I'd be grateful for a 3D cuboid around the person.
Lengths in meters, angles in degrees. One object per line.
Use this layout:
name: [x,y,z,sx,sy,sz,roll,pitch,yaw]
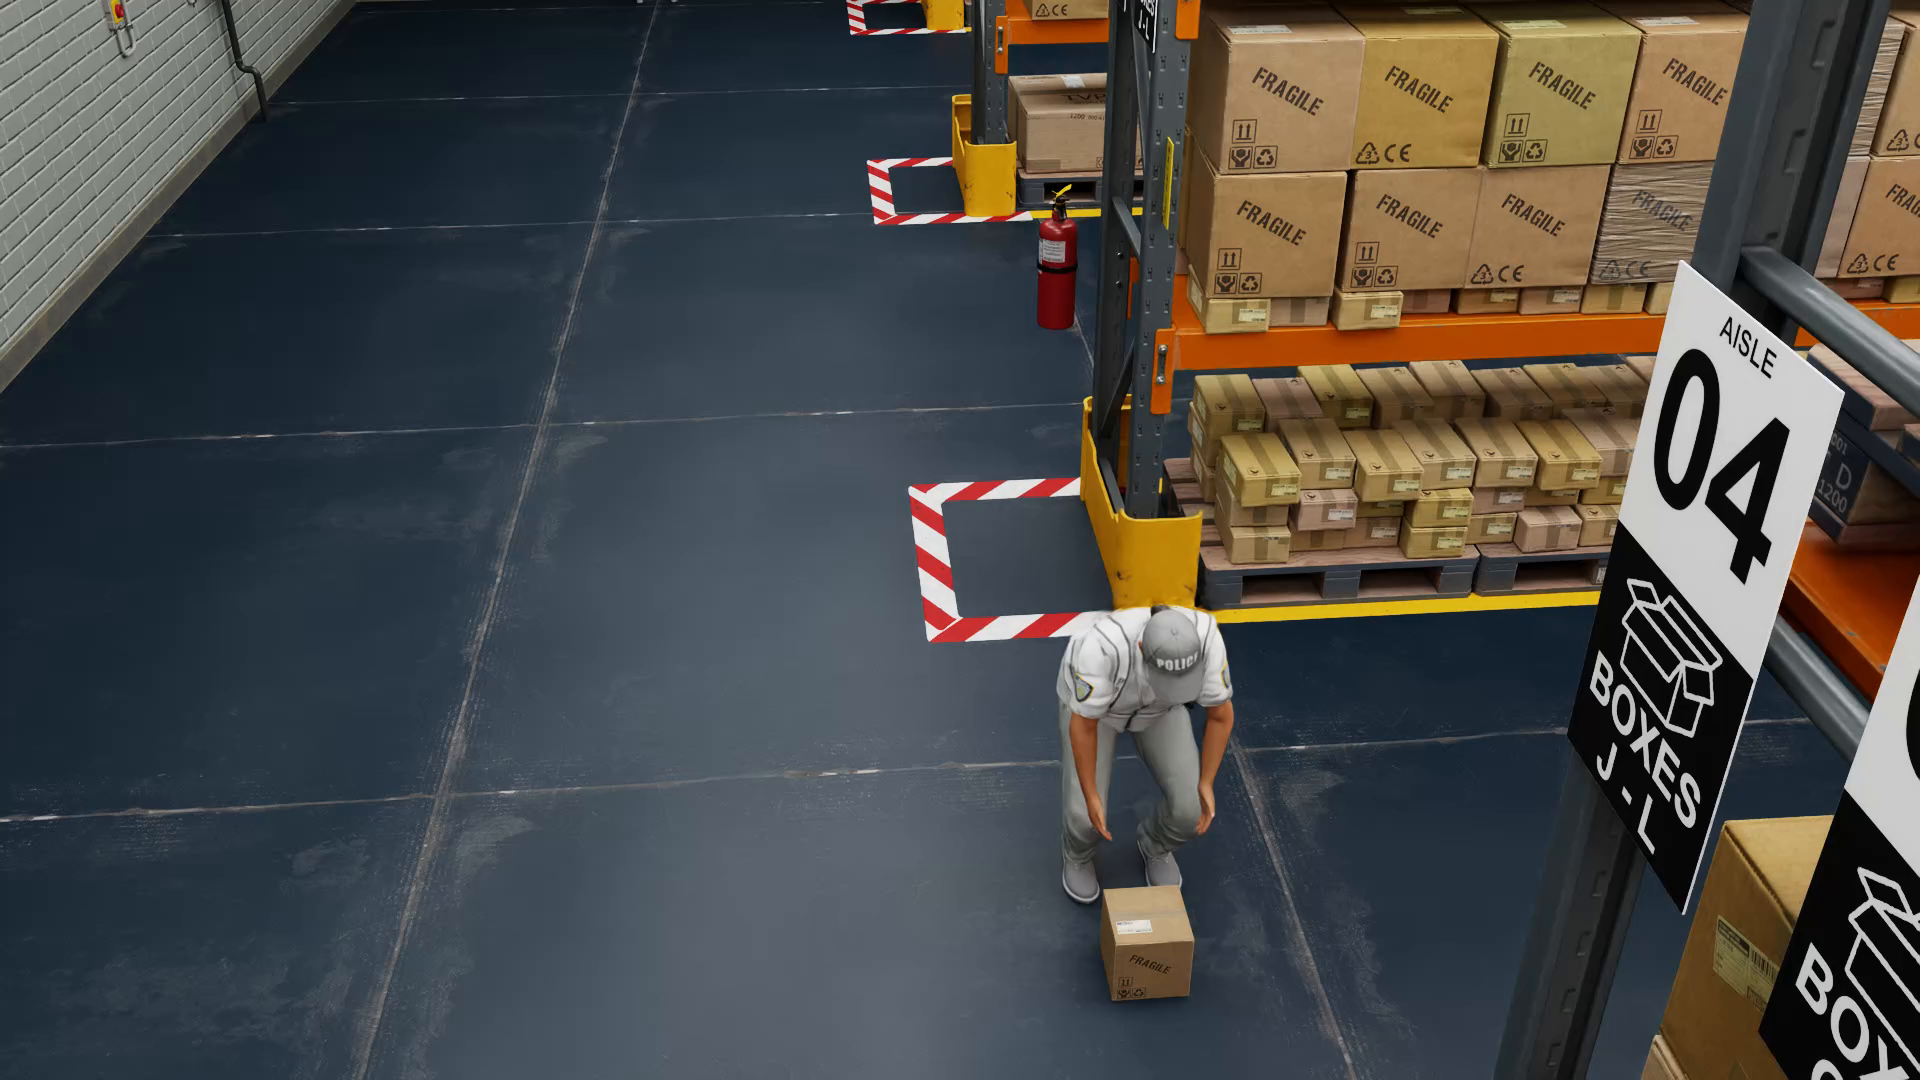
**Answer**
person: [0.596,0.643,5.440,0.537,1.294,0.774,-3,31,-4]
